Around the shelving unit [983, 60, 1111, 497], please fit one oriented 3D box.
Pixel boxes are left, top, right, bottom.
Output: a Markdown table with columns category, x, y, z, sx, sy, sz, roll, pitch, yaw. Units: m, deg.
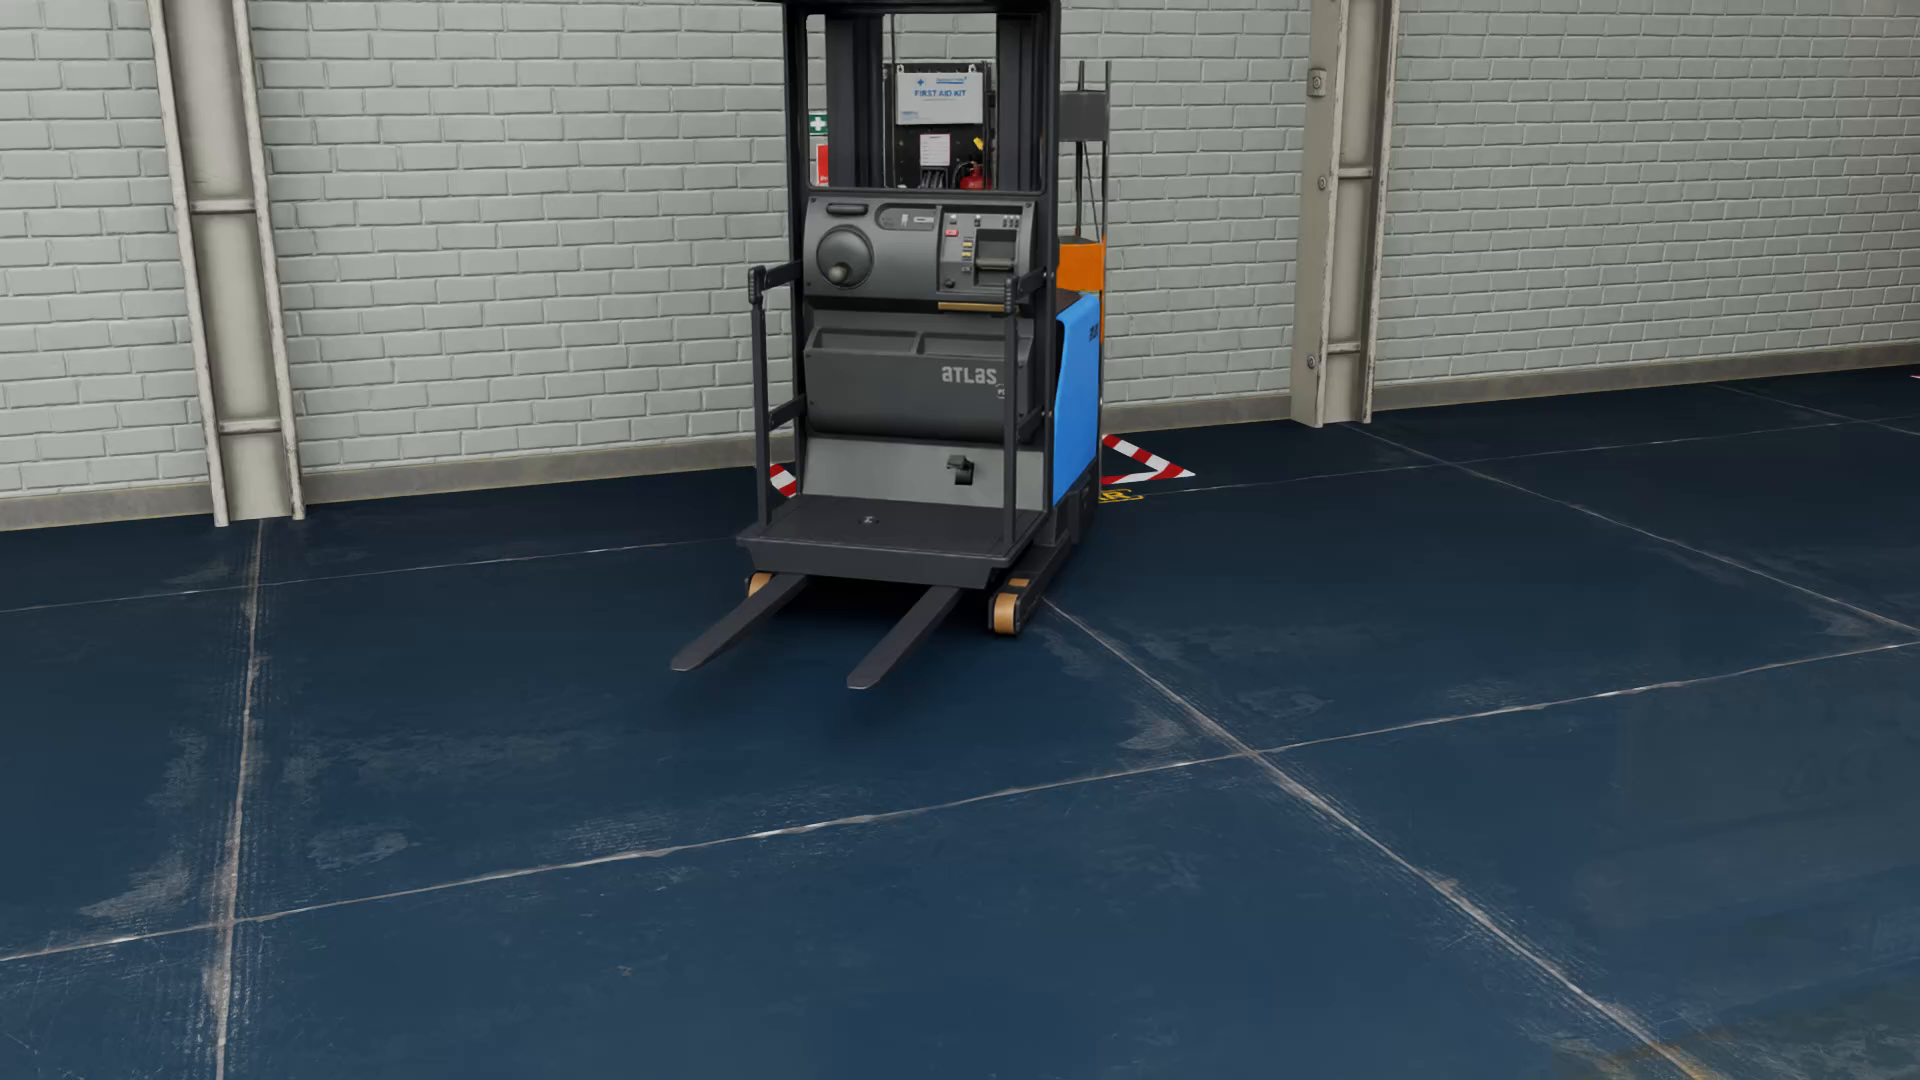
| category | x | y | z | sx | sy | sz | roll | pitch | yaw |
| --- | --- | --- | --- | --- | --- | --- | --- | --- | --- |
| shelving unit | 0.408 | -1.255 | 8.147 | 0.503 | 2.100 | 0.431 | -5 | 17 | -15 |

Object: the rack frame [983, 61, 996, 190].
| category | x | y | z | sx | sy | sz | roll | pitch | yaw |
| --- | --- | --- | --- | --- | --- | --- | --- | --- | --- |
| rack frame | 0.173 | -1.237 | 8.082 | 0.015 | 2.100 | 0.400 | -5 | 17 | -15 |

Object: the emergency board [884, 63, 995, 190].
| category | x | y | z | sx | sy | sz | roll | pitch | yaw |
| --- | --- | --- | --- | --- | --- | --- | --- | --- | --- |
| emergency board | -0.085 | -1.927 | 8.836 | 0.643 | 1.169 | 0.194 | -6 | 17 | -20 |

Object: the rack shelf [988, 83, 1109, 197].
| category | x | y | z | sx | sy | sz | roll | pitch | yaw |
| --- | --- | --- | --- | --- | --- | --- | --- | --- | --- |
| rack shelf | 0.408 | -1.914 | 7.953 | 0.480 | 0.518 | 0.431 | -5 | 17 | -15 |

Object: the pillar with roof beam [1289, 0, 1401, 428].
| category | x | y | z | sx | sy | sz | roll | pitch | yaw |
| --- | --- | --- | --- | --- | --- | --- | --- | --- | --- |
| pillar with roof beam | 3.777 | -3.912 | 4.948 | 0.400 | 9.000 | 9.100 | -6 | 17 | -20 |

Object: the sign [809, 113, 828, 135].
| category | x | y | z | sx | sy | sz | roll | pitch | yaw |
| --- | --- | --- | --- | --- | --- | --- | --- | --- | --- |
| sign | -0.631 | -2.168 | 8.652 | 0.331 | 0.109 | 0.001 | -6 | 17 | -20 |

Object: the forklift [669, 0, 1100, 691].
| category | x | y | z | sx | sy | sz | roll | pitch | yaw |
| --- | --- | --- | --- | --- | --- | --- | --- | --- | --- |
| forklift | -0.221 | -1.161 | 6.351 | 1.130 | 2.935 | 3.031 | 4 | 17 | 15 |

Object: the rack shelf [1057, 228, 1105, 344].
| category | x | y | z | sx | sy | sz | roll | pitch | yaw |
| --- | --- | --- | --- | --- | --- | --- | --- | --- | --- |
| rack shelf | 0.408 | -1.242 | 8.150 | 0.480 | 0.518 | 0.431 | -5 | 17 | -15 |

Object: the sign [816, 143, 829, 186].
| category | x | y | z | sx | sy | sz | roll | pitch | yaw |
| --- | --- | --- | --- | --- | --- | --- | --- | --- | --- |
| sign | -0.638 | -1.915 | 8.733 | 0.234 | 0.329 | 0.001 | -6 | 17 | -20 |

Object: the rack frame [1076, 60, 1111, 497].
| category | x | y | z | sx | sy | sz | roll | pitch | yaw |
| --- | --- | --- | --- | --- | --- | --- | --- | --- | --- |
| rack frame | 0.643 | -1.274 | 8.211 | 0.015 | 2.100 | 0.400 | -5 | 17 | -15 |

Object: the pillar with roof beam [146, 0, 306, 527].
| category | x | y | z | sx | sy | sz | roll | pitch | yaw |
| --- | --- | --- | --- | --- | --- | --- | --- | --- | --- |
| pillar with roof beam | -1.826 | -3.307 | 2.888 | 0.400 | 9.000 | 9.100 | -6 | 17 | -20 |

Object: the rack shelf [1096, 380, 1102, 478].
| category | x | y | z | sx | sy | sz | roll | pitch | yaw |
| --- | --- | --- | --- | --- | --- | --- | --- | --- | --- |
| rack shelf | 0.408 | -0.571 | 8.348 | 0.480 | 0.518 | 0.431 | -5 | 17 | -15 |
